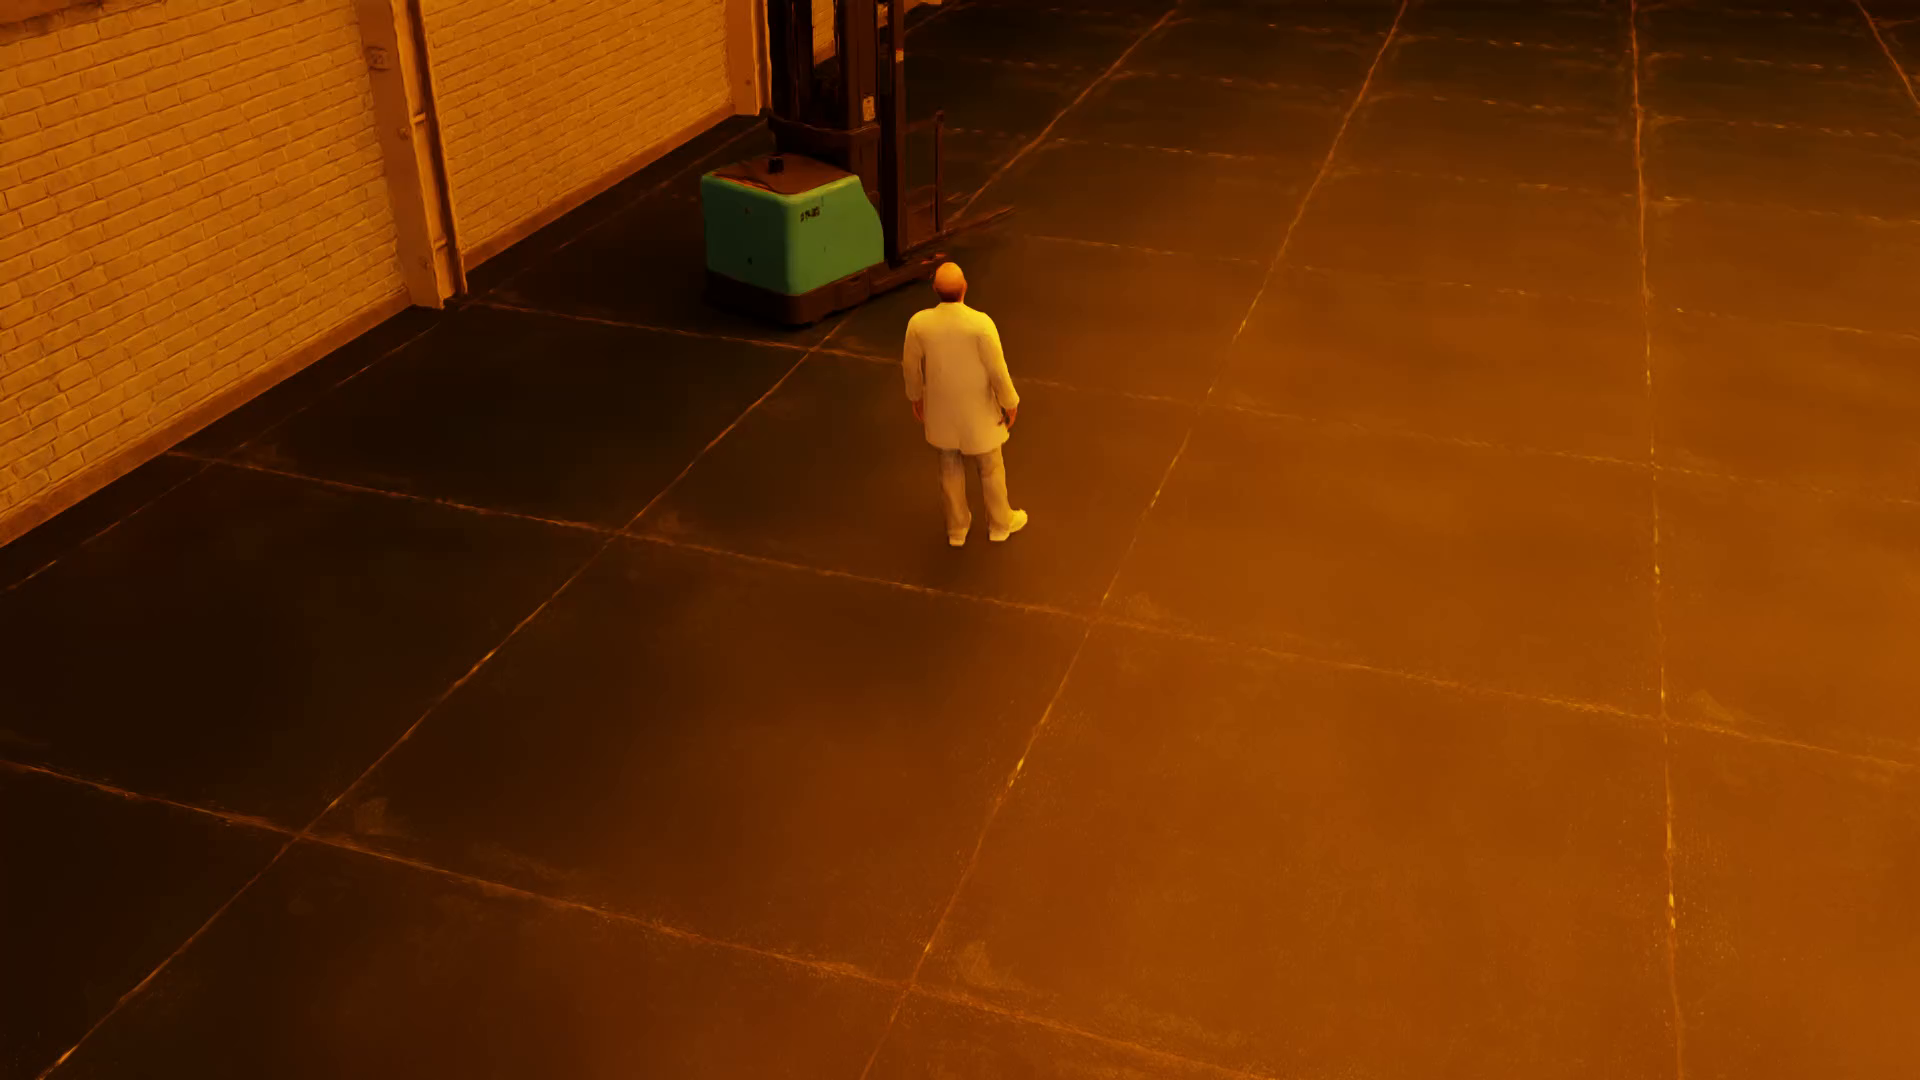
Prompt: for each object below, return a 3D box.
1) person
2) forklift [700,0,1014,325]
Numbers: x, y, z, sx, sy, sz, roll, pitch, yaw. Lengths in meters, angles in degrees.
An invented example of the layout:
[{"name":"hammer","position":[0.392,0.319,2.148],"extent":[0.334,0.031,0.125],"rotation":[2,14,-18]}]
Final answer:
[{"name":"person","position":[0.034,-0.821,9.727],"extent":[0.694,1.776,0.577],"rotation":[10,31,16]},{"name":"forklift","position":[-0.725,-3.601,13.454],"extent":[1.130,2.935,3.031],"rotation":[22,36,33]}]
